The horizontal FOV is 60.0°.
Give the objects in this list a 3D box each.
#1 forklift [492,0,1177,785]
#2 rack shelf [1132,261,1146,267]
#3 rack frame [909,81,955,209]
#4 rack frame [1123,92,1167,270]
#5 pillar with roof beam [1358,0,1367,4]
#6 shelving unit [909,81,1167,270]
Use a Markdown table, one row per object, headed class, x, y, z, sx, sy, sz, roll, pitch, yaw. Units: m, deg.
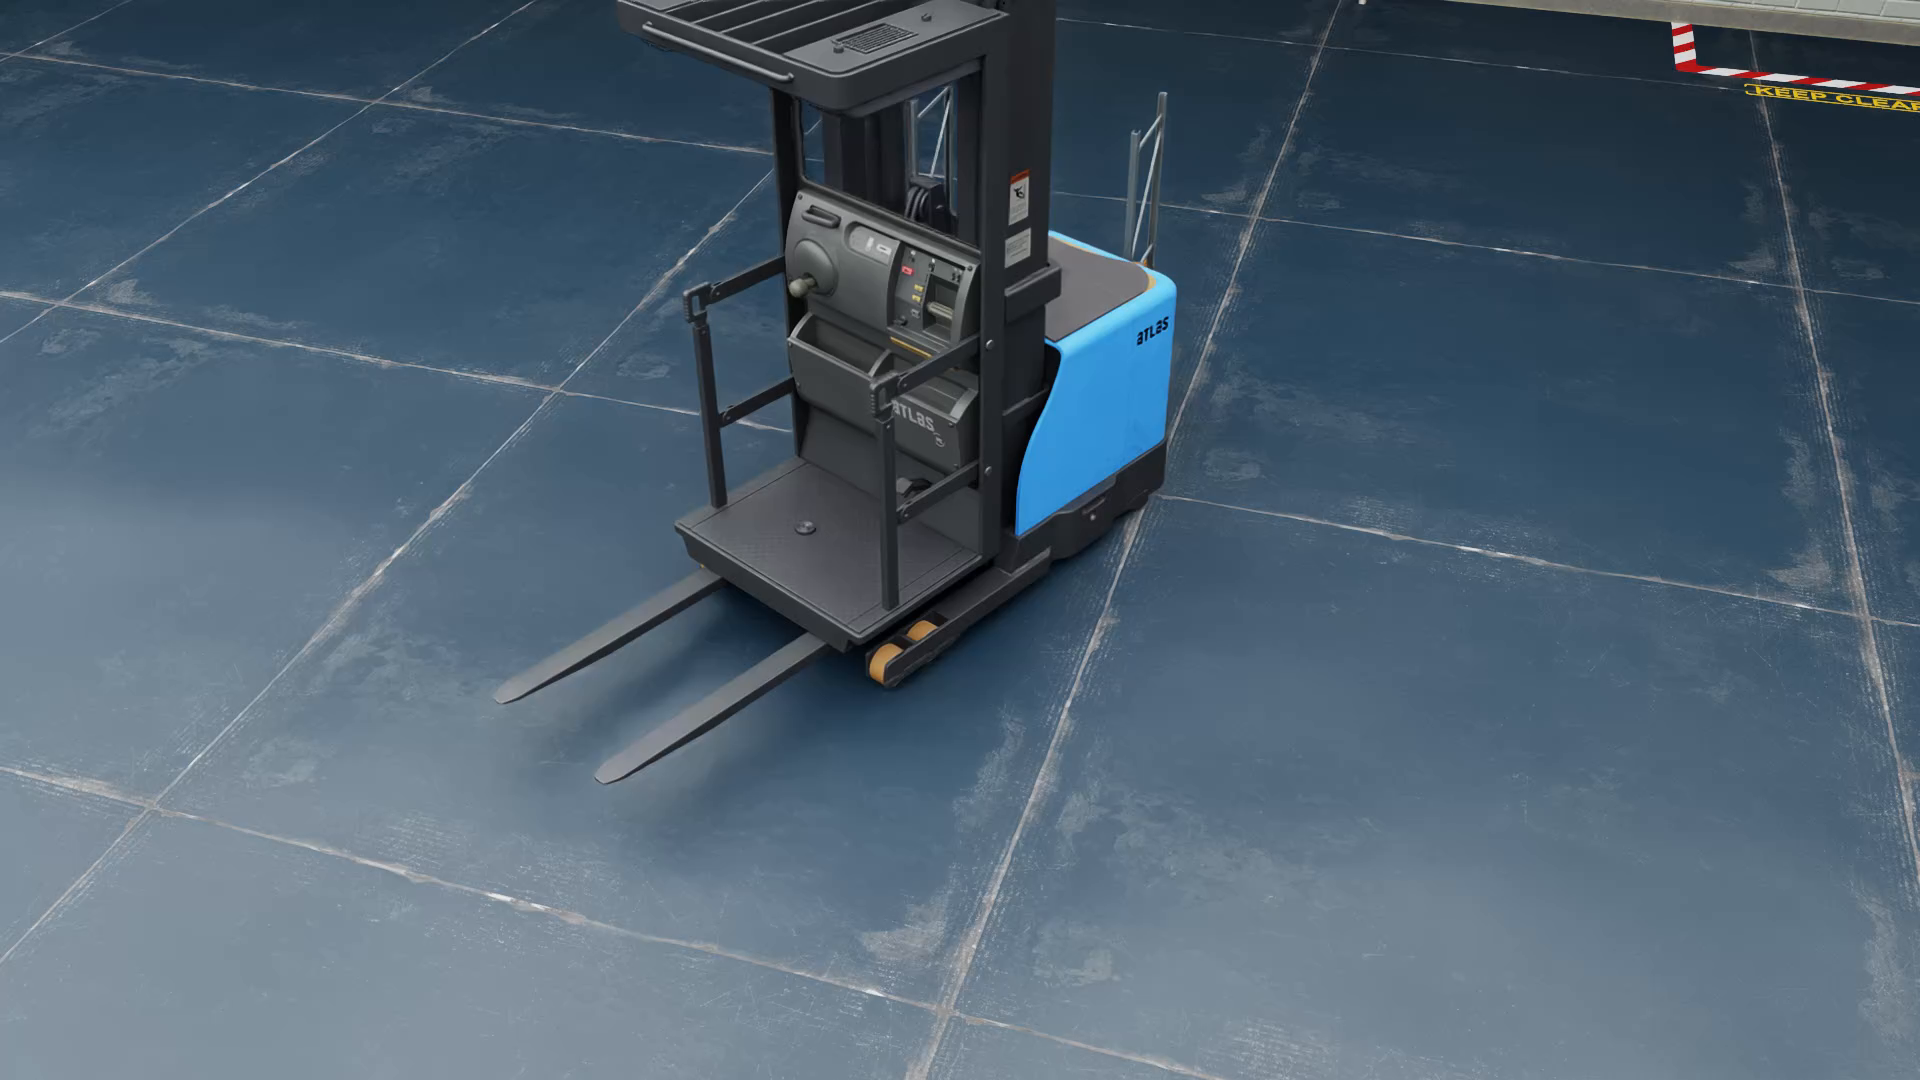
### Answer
| class | x | y | z | sx | sy | sz | roll | pitch | yaw |
| --- | --- | --- | --- | --- | --- | --- | --- | --- | --- |
| forklift | -0.447 | -0.952 | 6.071 | 1.130 | 2.935 | 3.031 | 29 | 45 | 33 |
| rack shelf | 0.351 | -1.220 | 7.946 | 1.000 | 0.185 | 0.538 | 12 | 38 | 16 |
| rack frame | -0.126 | -1.469 | 7.981 | 0.032 | 1.500 | 0.500 | 12 | 38 | 16 |
| rack frame | 0.828 | -1.261 | 7.699 | 0.032 | 1.500 | 0.500 | 12 | 38 | 16 |
| pillar with roof beam | 1.719 | -5.466 | 7.085 | 0.400 | 9.000 | 9.100 | 10 | 38 | 14 |
| shelving unit | 0.360 | -1.363 | 7.837 | 1.083 | 1.500 | 0.587 | 12 | 38 | 16 |
